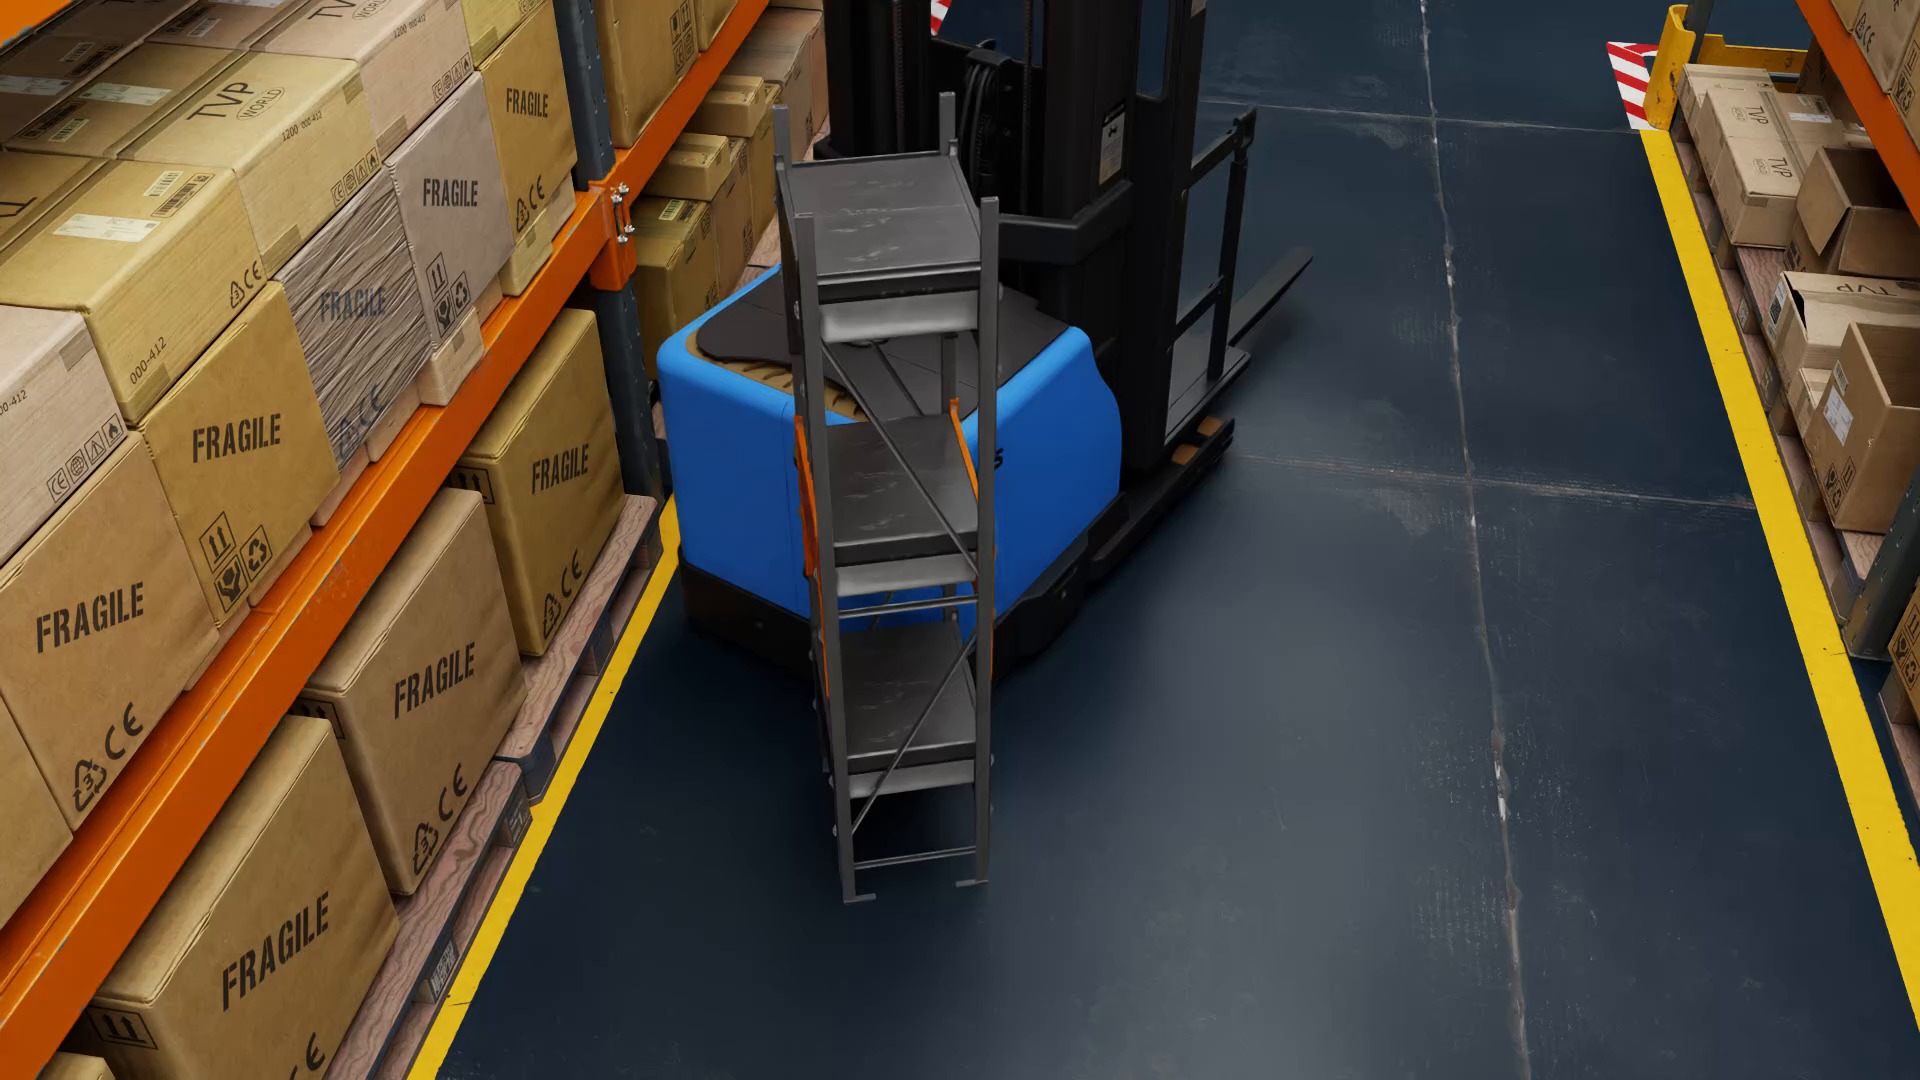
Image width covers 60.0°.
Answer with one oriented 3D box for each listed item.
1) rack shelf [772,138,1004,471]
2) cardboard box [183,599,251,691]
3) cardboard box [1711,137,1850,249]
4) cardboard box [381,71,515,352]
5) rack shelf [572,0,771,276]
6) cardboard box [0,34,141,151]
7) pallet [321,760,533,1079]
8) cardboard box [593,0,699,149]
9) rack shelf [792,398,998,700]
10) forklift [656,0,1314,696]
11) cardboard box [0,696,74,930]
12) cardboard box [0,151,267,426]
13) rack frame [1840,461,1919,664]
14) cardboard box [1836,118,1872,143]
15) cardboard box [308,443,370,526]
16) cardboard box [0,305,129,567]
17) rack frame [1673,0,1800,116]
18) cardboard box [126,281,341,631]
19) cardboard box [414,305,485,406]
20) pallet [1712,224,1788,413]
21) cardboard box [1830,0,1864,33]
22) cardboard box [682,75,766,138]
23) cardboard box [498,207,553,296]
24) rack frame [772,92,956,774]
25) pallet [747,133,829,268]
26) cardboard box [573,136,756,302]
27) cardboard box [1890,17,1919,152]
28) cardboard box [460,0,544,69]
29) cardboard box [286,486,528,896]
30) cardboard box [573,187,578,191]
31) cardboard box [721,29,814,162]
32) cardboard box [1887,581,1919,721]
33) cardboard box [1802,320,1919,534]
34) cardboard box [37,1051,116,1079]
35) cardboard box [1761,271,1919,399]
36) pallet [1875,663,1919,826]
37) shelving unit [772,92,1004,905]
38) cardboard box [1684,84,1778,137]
[{"bbox_3d":[-0.165,-0.522,3.656,0.431,0.518,0.480,-7,40,-8],"label":"rack shelf"},{"bbox_3d":[-1.701,0.150,3.396,0.380,0.149,0.250,7,40,8],"label":"cardboard box"},{"bbox_3d":[3.476,-1.443,6.954,0.500,0.250,0.500,6,40,8],"label":"cardboard box"},{"bbox_3d":[-1.459,-0.827,4.068,0.500,0.500,0.500,7,40,8],"label":"cardboard box"},{"bbox_3d":[-1.203,-2.282,6.721,1.077,0.370,4.000,6,40,8],"label":"rack shelf"},{"bbox_3d":[-2.051,-0.850,3.508,0.500,0.250,0.500,5,40,6],"label":"cardboard box"},{"bbox_3d":[-1.817,1.031,4.338,1.003,0.211,1.213,6,40,8],"label":"pallet"},{"bbox_3d":[-1.439,-1.759,5.288,0.980,0.700,0.700,7,40,8],"label":"cardboard box"},{"bbox_3d":[-0.165,0.018,4.102,0.431,0.518,0.480,-7,40,-8],"label":"rack shelf"},{"bbox_3d":[0.343,-1.463,5.220,1.130,2.935,3.031,23,45,25],"label":"forklift"},{"bbox_3d":[-1.805,0.441,2.535,0.500,0.500,0.500,8,40,9],"label":"cardboard box"},{"bbox_3d":[-1.652,-0.473,3.052,0.500,0.250,0.500,6,40,7],"label":"cardboard box"},{"bbox_3d":[3.331,-0.761,4.316,1.000,3.000,0.127,6,40,8],"label":"rack frame"},{"bbox_3d":[4.013,-1.736,7.374,0.380,0.166,0.250,6,40,8],"label":"cardboard box"},{"bbox_3d":[-1.592,-0.179,3.794,0.380,0.149,0.250,5,40,6],"label":"cardboard box"},{"bbox_3d":[-1.734,-0.152,2.664,0.500,0.250,0.500,7,40,8],"label":"cardboard box"},{"bbox_3d":[4.023,-3.271,7.352,1.000,3.000,0.127,6,40,8],"label":"rack frame"},{"bbox_3d":[-1.636,-0.198,3.308,0.500,0.500,0.500,7,40,9],"label":"cardboard box"},{"bbox_3d":[-1.426,-0.481,4.159,0.380,0.149,0.250,6,40,8],"label":"cardboard box"},{"bbox_3d":[3.659,-0.885,6.654,1.003,0.211,1.213,6,40,8],"label":"pallet"},{"bbox_3d":[3.424,-2.107,5.866,0.500,0.500,0.500,7,40,8],"label":"cardboard box"},{"bbox_3d":[-0.989,-1.733,6.615,0.380,0.149,0.250,5,40,6],"label":"cardboard box"},{"bbox_3d":[-1.349,-0.811,4.558,0.380,0.149,0.250,7,40,8],"label":"cardboard box"},{"bbox_3d":[-0.208,-0.146,4.279,0.400,2.100,0.015,-7,40,-8],"label":"rack frame"},{"bbox_3d":[-1.131,-1.466,7.358,1.003,0.211,1.213,6,40,8],"label":"pallet"},{"bbox_3d":[-1.228,-1.276,6.571,0.700,0.500,0.500,6,40,7],"label":"cardboard box"},{"bbox_3d":[3.252,-1.465,5.089,0.500,0.500,0.500,7,40,9],"label":"cardboard box"},{"bbox_3d":[-1.378,-1.433,4.213,0.500,0.250,0.500,7,40,9],"label":"cardboard box"},{"bbox_3d":[-1.684,0.343,4.339,0.750,0.750,0.750,8,40,9],"label":"cardboard box"},{"bbox_3d":[-1.539,-1.142,5.900,0.380,0.149,0.250,6,40,7],"label":"cardboard box"},{"bbox_3d":[-1.052,-1.933,7.366,0.700,0.500,0.500,5,40,6],"label":"cardboard box"},{"bbox_3d":[3.007,0.310,4.637,0.500,0.500,0.500,5,40,6],"label":"cardboard box"},{"bbox_3d":[3.150,-0.356,5.442,0.500,0.500,0.500,6,40,8],"label":"cardboard box"},{"bbox_3d":[-1.985,1.426,3.029,0.750,0.750,0.750,6,40,7],"label":"cardboard box"},{"bbox_3d":[3.280,-0.753,6.072,0.500,0.311,0.500,6,40,8],"label":"cardboard box"},{"bbox_3d":[3.227,0.829,4.582,1.003,0.211,1.213,6,40,8],"label":"pallet"},{"bbox_3d":[-0.165,0.007,4.093,0.431,2.100,0.503,-7,40,-8],"label":"shelving unit"},{"bbox_3d":[3.569,-1.967,7.653,0.380,0.166,0.250,6,40,8],"label":"cardboard box"}]
